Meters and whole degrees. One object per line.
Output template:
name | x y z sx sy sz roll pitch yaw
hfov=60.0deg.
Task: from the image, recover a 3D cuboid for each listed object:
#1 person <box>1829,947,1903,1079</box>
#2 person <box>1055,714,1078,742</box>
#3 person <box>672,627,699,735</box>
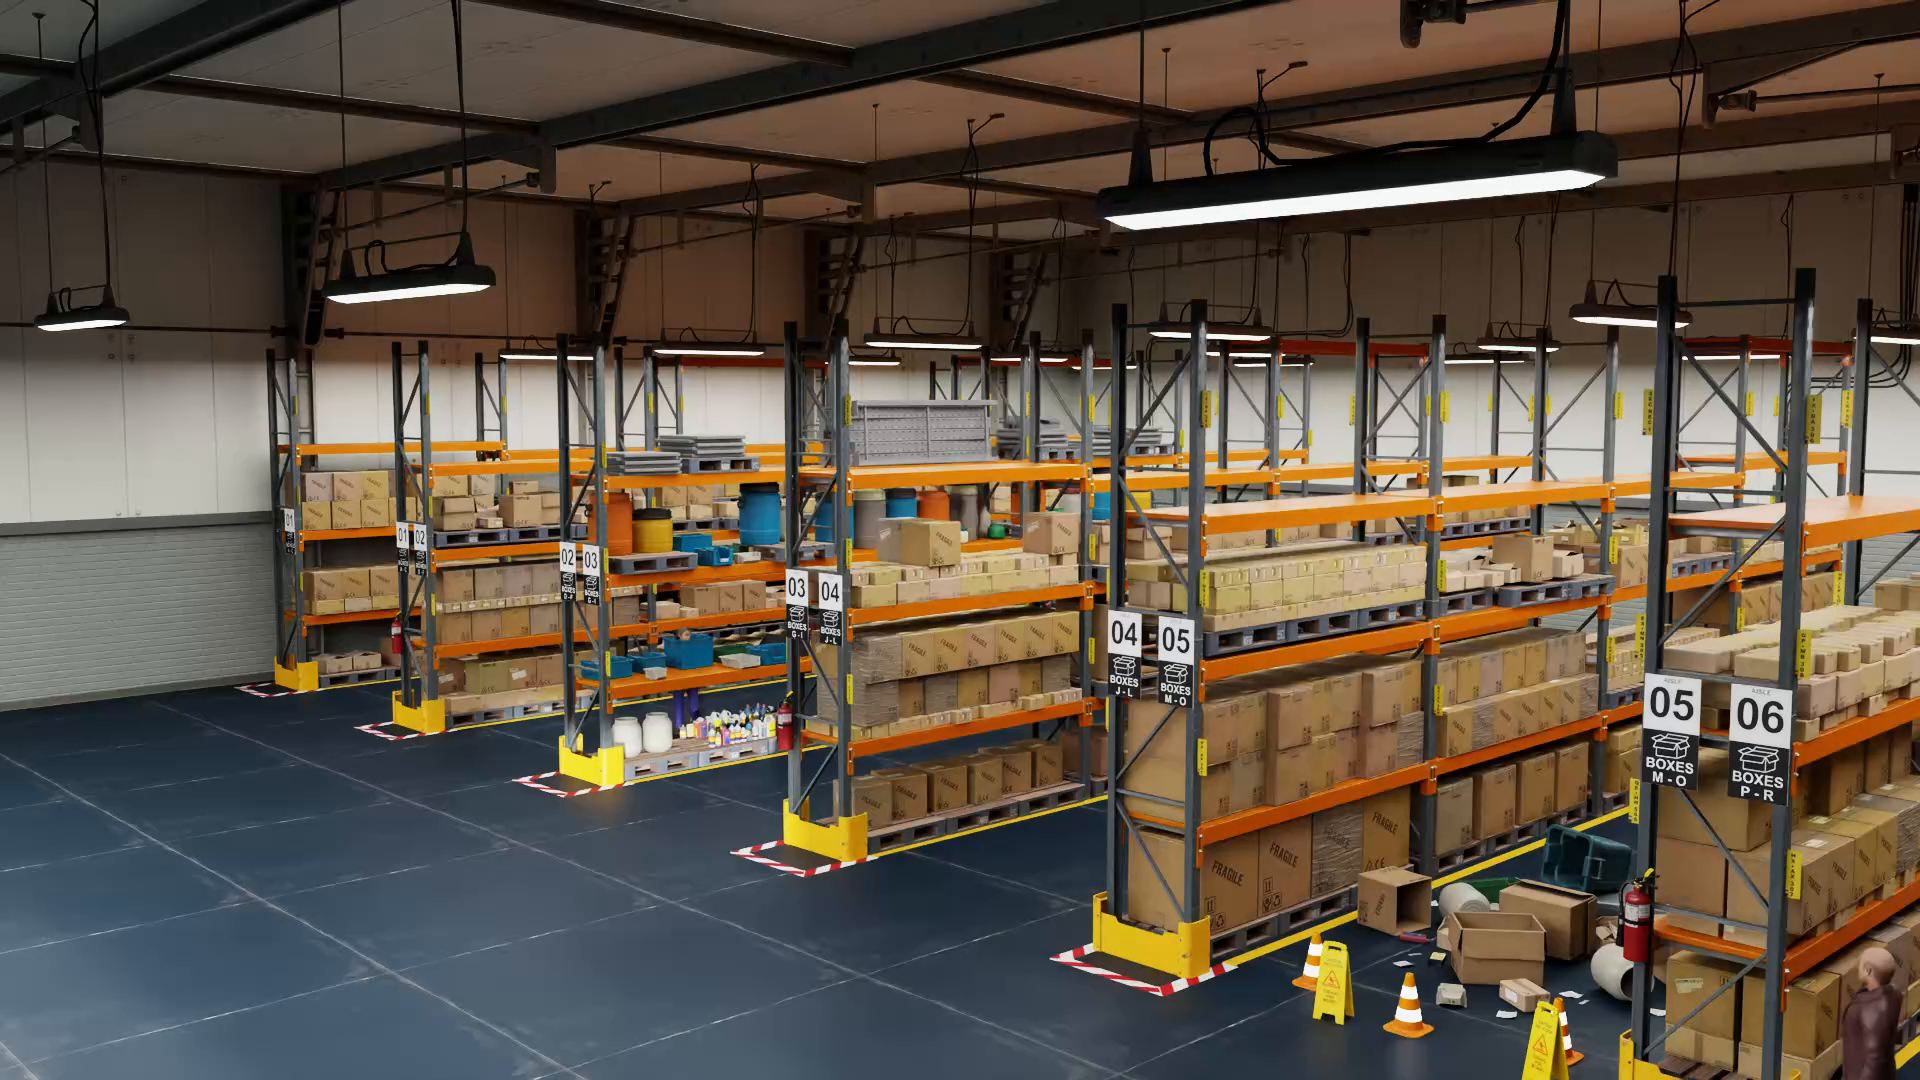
person | 5.634 3.471 10.271 0.510 1.586 0.687 2 5 22
person | 1.507 2.332 23.882 0.579 1.710 0.525 1 5 10
person | -4.203 2.149 25.385 0.498 1.662 0.442 -4 6 -38
